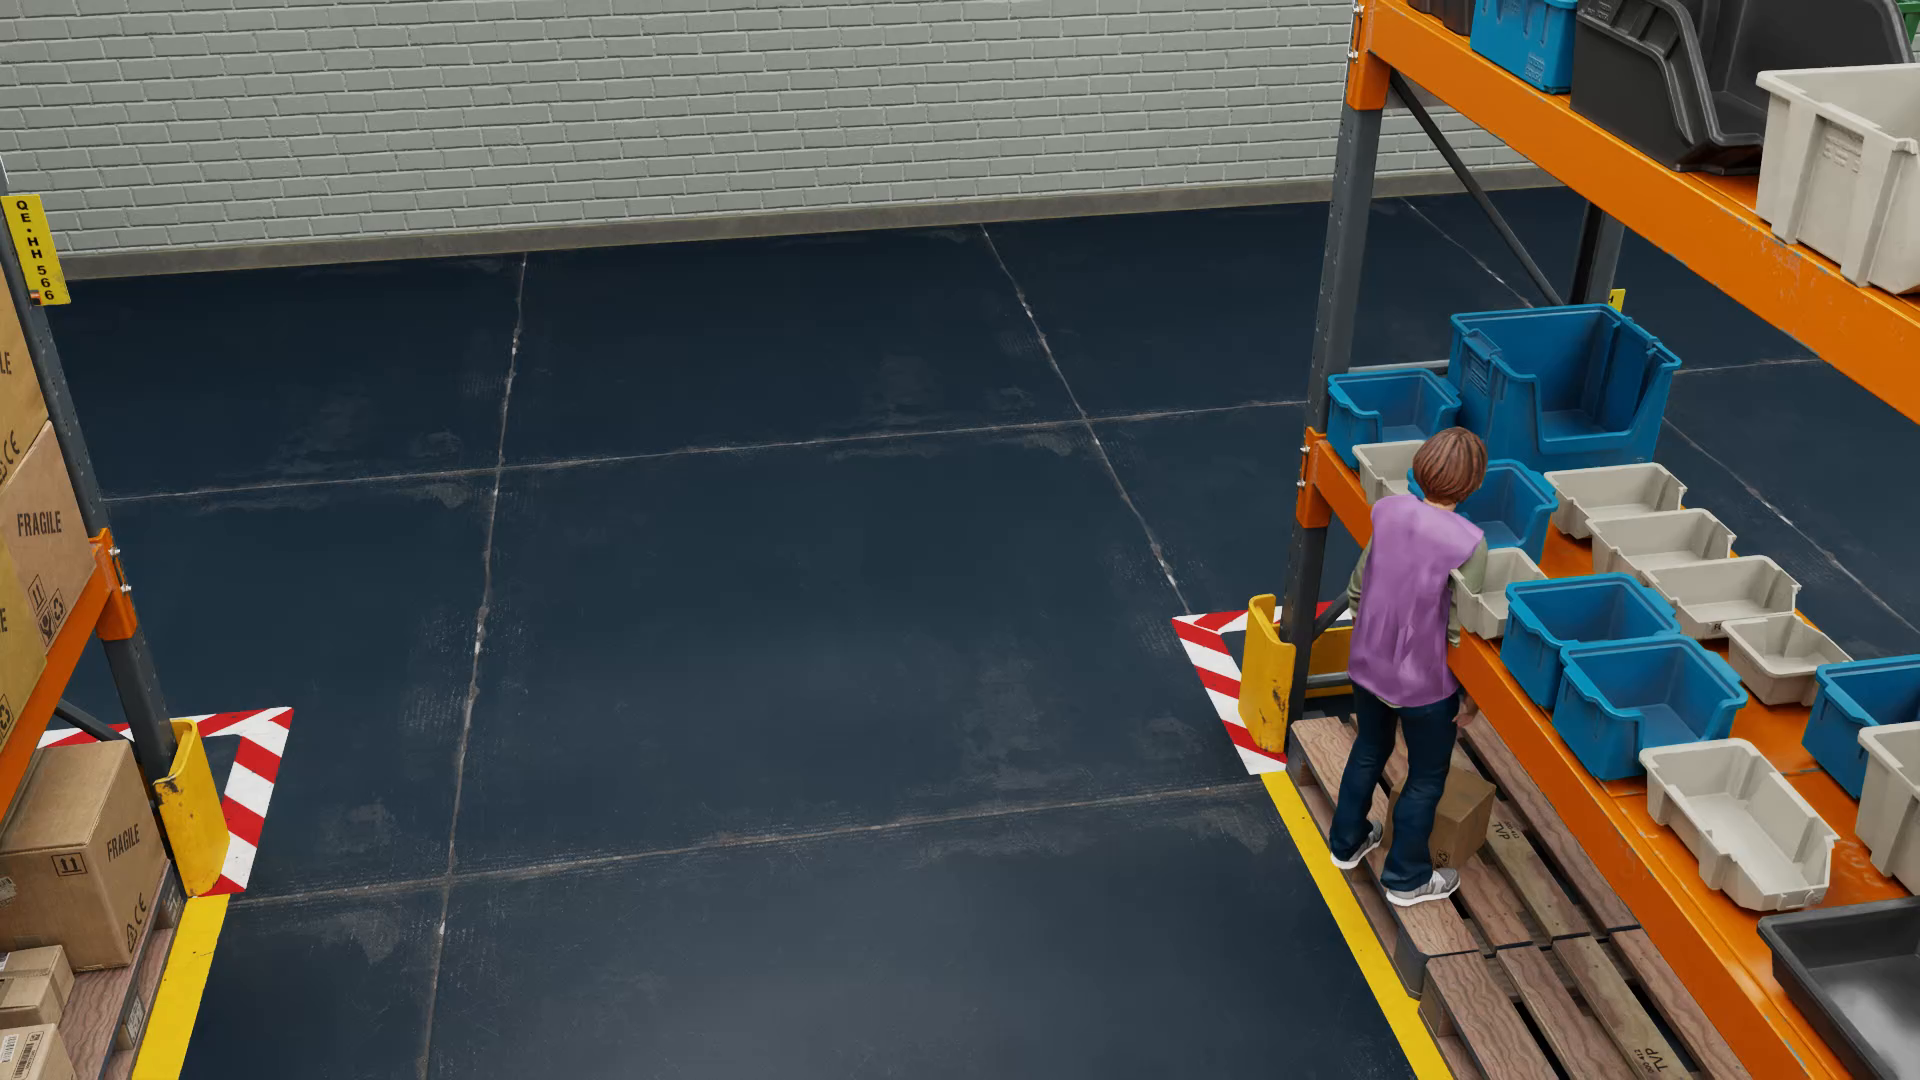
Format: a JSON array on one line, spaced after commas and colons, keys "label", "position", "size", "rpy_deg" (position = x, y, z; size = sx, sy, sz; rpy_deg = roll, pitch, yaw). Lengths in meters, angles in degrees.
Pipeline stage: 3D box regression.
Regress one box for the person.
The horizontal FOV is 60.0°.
[{"label": "person", "position": [1.371, 0.403, 5.072], "size": [0.350, 1.592, 0.474], "rpy_deg": [-22, 38, -32]}]
